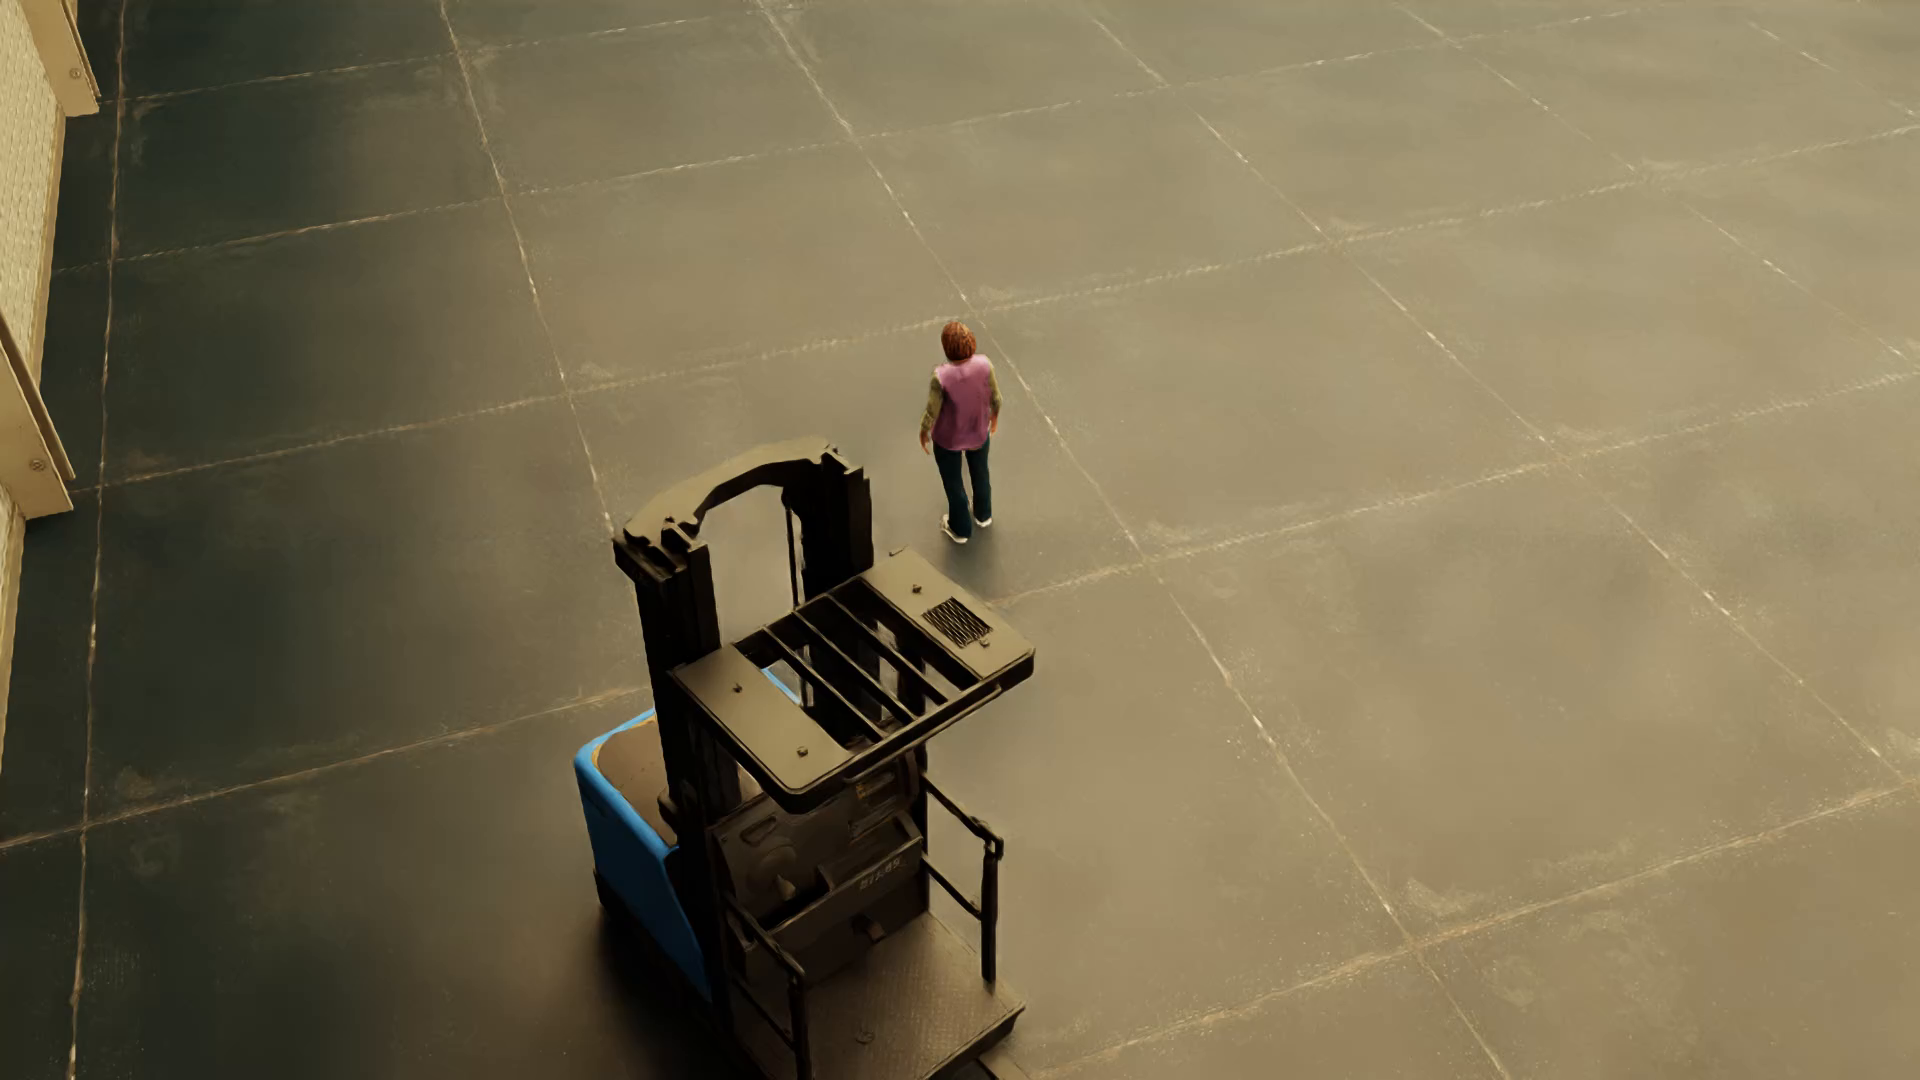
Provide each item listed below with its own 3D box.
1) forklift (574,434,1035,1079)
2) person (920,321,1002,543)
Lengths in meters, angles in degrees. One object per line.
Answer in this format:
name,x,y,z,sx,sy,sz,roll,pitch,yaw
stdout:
forklift,-0.424,1.175,6.597,1.130,2.935,3.031,-28,48,-30
person,-0.013,-0.665,9.815,0.520,1.597,0.474,-13,42,-15
